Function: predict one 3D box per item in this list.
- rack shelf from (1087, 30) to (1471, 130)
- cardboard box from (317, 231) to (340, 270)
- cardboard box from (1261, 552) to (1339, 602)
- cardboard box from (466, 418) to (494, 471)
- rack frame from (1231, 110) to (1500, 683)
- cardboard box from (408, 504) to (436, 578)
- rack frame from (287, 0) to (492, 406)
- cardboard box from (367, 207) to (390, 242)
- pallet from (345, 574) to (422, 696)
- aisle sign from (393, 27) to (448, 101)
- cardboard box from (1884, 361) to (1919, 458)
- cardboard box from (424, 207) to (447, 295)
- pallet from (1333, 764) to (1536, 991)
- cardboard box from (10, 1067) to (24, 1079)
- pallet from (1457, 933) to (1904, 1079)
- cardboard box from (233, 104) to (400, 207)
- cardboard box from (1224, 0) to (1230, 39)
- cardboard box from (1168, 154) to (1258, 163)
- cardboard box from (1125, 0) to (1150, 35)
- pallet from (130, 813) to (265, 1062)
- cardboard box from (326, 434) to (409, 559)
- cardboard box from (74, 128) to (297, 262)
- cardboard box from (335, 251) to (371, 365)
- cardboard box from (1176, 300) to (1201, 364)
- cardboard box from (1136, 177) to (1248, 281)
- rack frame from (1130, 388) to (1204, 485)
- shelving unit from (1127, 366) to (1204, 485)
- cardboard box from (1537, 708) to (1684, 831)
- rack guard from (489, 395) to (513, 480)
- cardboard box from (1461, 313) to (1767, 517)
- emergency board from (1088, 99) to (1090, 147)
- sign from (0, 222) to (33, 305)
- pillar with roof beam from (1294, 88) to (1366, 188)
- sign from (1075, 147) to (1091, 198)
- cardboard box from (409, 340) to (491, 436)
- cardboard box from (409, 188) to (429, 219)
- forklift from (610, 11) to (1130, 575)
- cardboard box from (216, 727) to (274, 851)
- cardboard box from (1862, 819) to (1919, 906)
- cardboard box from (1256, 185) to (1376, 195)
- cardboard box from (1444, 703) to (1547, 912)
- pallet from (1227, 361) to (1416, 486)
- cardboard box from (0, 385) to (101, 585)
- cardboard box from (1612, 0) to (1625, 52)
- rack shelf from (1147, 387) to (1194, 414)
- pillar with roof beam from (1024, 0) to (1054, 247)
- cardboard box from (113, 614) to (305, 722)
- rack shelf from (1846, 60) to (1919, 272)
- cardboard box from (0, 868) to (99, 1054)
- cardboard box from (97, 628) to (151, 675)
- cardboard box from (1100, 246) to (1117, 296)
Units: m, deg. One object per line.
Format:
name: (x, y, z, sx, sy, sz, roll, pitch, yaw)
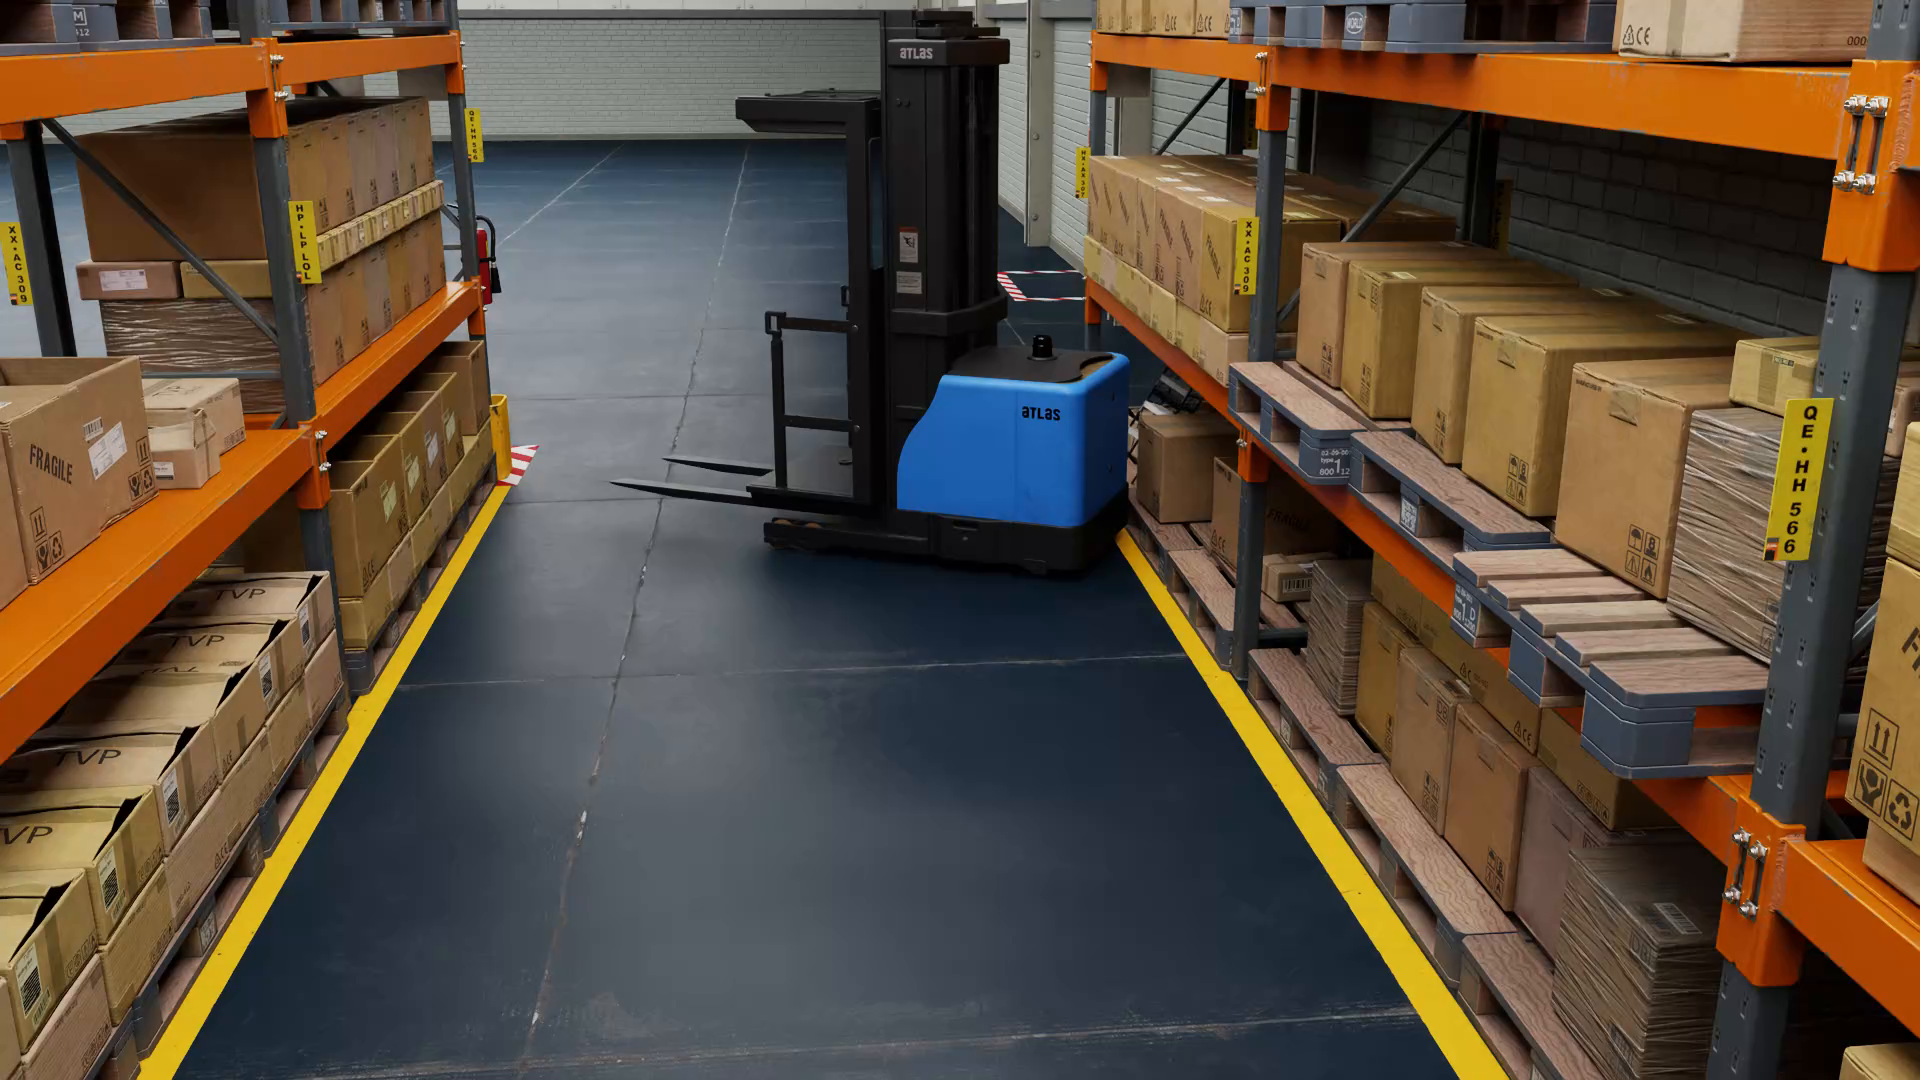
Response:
rack shelf: (1.553, -2.496, 8.811, 1.077, 0.370, 4.000, -2, 18, -6)
cardboard box: (-3.085, -1.331, 7.657, 0.380, 0.149, 0.250, -2, 18, -6)
cardboard box: (1.674, 0.172, 8.118, 0.380, 0.166, 0.250, -4, 18, -13)
cardboard box: (-3.231, -0.587, 10.429, 0.500, 0.250, 0.500, -2, 18, -6)
rack frame: (1.759, -0.812, 7.255, 1.000, 3.000, 0.127, -2, 18, -6)
cardboard box: (-3.007, 0.008, 8.533, 0.500, 0.250, 0.500, -2, 18, -6)
rack frame: (-3.580, -1.849, 10.560, 1.000, 3.000, 0.127, -2, 18, -6)
cardboard box: (-3.189, -1.637, 8.632, 0.380, 0.149, 0.250, -2, 18, -6)
pallet: (-3.208, 0.435, 7.940, 1.003, 0.211, 1.213, -2, 18, -6)
aisle sign: (-3.295, -3.118, 10.262, 0.394, 0.787, 0.004, -2, 18, -6)
cardboard box: (2.107, -0.289, 3.605, 0.380, 0.149, 0.250, -4, 18, -13)
cardboard box: (-3.545, -1.758, 10.101, 0.700, 0.500, 0.500, -2, 18, -6)
pallet: (1.970, 1.115, 5.773, 1.003, 0.211, 1.213, -2, 18, -6)
cardboard box: (-2.517, 1.481, 3.843, 0.500, 0.250, 0.500, -2, 18, -6)
pallet: (2.093, 1.478, 4.618, 1.003, 0.211, 1.213, -2, 18, -6)
cardboard box: (-3.427, -2.054, 8.879, 0.700, 0.500, 0.500, -2, 18, -5)
cardboard box: (1.461, -2.444, 7.245, 0.500, 0.500, 0.500, -1, 17, -4)
cardboard box: (1.607, -2.165, 10.532, 0.500, 0.500, 0.500, -2, 18, -6)
cardboard box: (1.210, -3.069, 9.236, 0.500, 0.500, 0.500, -1, 17, -3)
pallet: (-2.924, 1.255, 5.326, 1.003, 0.211, 1.213, -2, 18, -6)
cardboard box: (-2.963, -0.200, 7.945, 0.500, 0.500, 0.500, -2, 18, -6)
cardboard box: (-3.219, -1.456, 6.975, 0.700, 0.500, 0.500, -2, 18, -5)
cardboard box: (-3.328, -1.144, 8.146, 0.700, 0.500, 0.500, -2, 17, -5)
cardboard box: (1.366, -1.030, 8.168, 0.500, 0.250, 0.500, -2, 18, -5)
cardboard box: (1.250, -1.693, 9.026, 0.500, 0.500, 0.500, -1, 17, -4)
rack frame: (1.286, -0.696, 9.722, 0.006, 0.900, 0.240, 38, 15, 25)
shelving unit: (1.213, -0.752, 9.765, 0.210, 0.900, 0.258, 38, 15, 25)
cardboard box: (2.049, 0.620, 4.880, 0.500, 0.250, 0.500, -1, 17, -5)
rack guard: (-3.582, -0.664, 10.957, 1.175, 0.500, 0.348, -2, 18, -6)
cardboard box: (1.963, -0.388, 5.003, 0.700, 0.500, 0.500, -2, 18, -6)
emergency board: (1.444, -4.347, 18.515, 0.194, 1.169, 0.643, -2, 18, -6)
sign: (-3.719, -1.091, 6.566, 0.100, 0.325, 0.005, -2, 18, -6)
pillar with roof beam: (-2.003, -4.551, 9.149, 9.100, 9.000, 0.400, -2, 18, -6)
sign: (0.807, -2.400, 10.868, 0.100, 0.325, 0.005, -2, 18, -6)
cardboard box: (-3.229, -0.945, 10.317, 0.500, 0.500, 0.500, -2, 18, -6)
cardboard box: (-3.296, -1.944, 9.613, 0.380, 0.149, 0.250, -2, 18, -6)
forklift: (-0.587, -1.466, 9.454, 3.031, 2.935, 1.130, 7, 19, 20)
cardboard box: (-2.733, 0.872, 5.782, 0.500, 0.250, 0.500, -1, 17, -4)
cardboard box: (1.976, 0.596, 3.158, 0.380, 0.149, 0.250, -2, 18, -6)
cardboard box: (1.823, -1.557, 8.593, 0.500, 0.500, 0.500, -1, 17, -4)
cardboard box: (2.029, 0.846, 5.415, 0.700, 0.500, 0.500, -2, 18, -6)
pallet: (1.694, -0.488, 6.544, 1.003, 0.211, 1.213, -2, 18, -6)
cardboard box: (-2.998, -0.170, 5.043, 0.500, 0.500, 0.500, -2, 18, -6)
cardboard box: (2.131, -1.499, 4.231, 0.797, 0.503, 0.637, 1, 17, 2)
rack shelf: (1.242, -0.799, 9.751, 0.200, 0.077, 0.258, 38, 15, 25)
pillar with roof beam: (-3.240, -8.126, 20.537, 9.100, 9.000, 0.400, -2, 18, -6)
cardboard box: (-2.781, 0.453, 6.180, 0.500, 0.311, 0.500, -1, 17, -4)
rack shelf: (2.378, -0.112, 1.219, 1.077, 0.370, 4.000, -2, 18, -6)
cardboard box: (-2.579, 1.057, 4.256, 0.500, 0.311, 0.500, -2, 18, -7)
cardboard box: (-3.326, 0.466, 6.137, 0.500, 0.311, 0.500, -2, 18, -6)
cardboard box: (1.149, -1.632, 10.085, 0.500, 0.250, 0.500, -2, 18, -7)
